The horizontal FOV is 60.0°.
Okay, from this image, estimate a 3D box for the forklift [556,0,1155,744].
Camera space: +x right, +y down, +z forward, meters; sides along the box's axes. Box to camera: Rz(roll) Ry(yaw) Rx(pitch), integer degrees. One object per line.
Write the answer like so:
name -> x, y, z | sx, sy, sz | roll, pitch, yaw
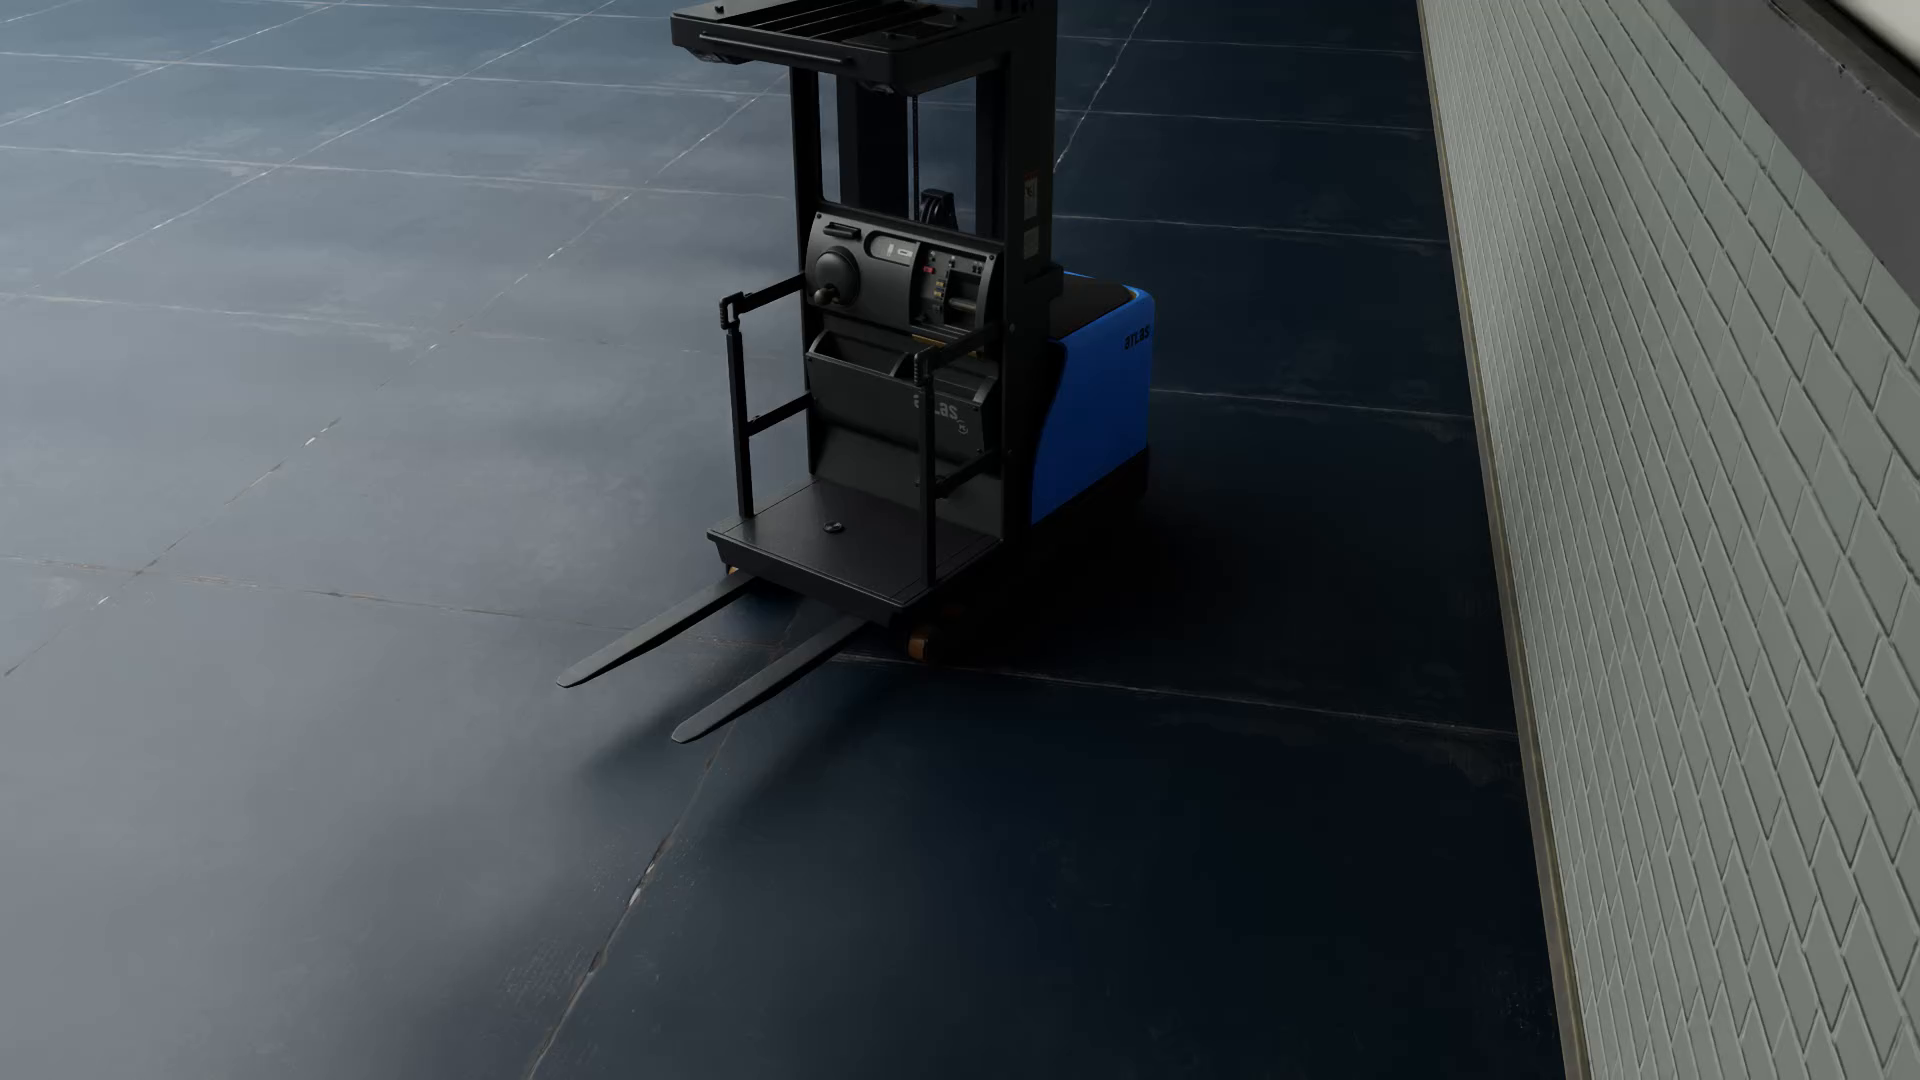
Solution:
forklift -> -0.370, -1.043, 6.603 | 1.130, 2.935, 3.031 | 19, 34, 31
